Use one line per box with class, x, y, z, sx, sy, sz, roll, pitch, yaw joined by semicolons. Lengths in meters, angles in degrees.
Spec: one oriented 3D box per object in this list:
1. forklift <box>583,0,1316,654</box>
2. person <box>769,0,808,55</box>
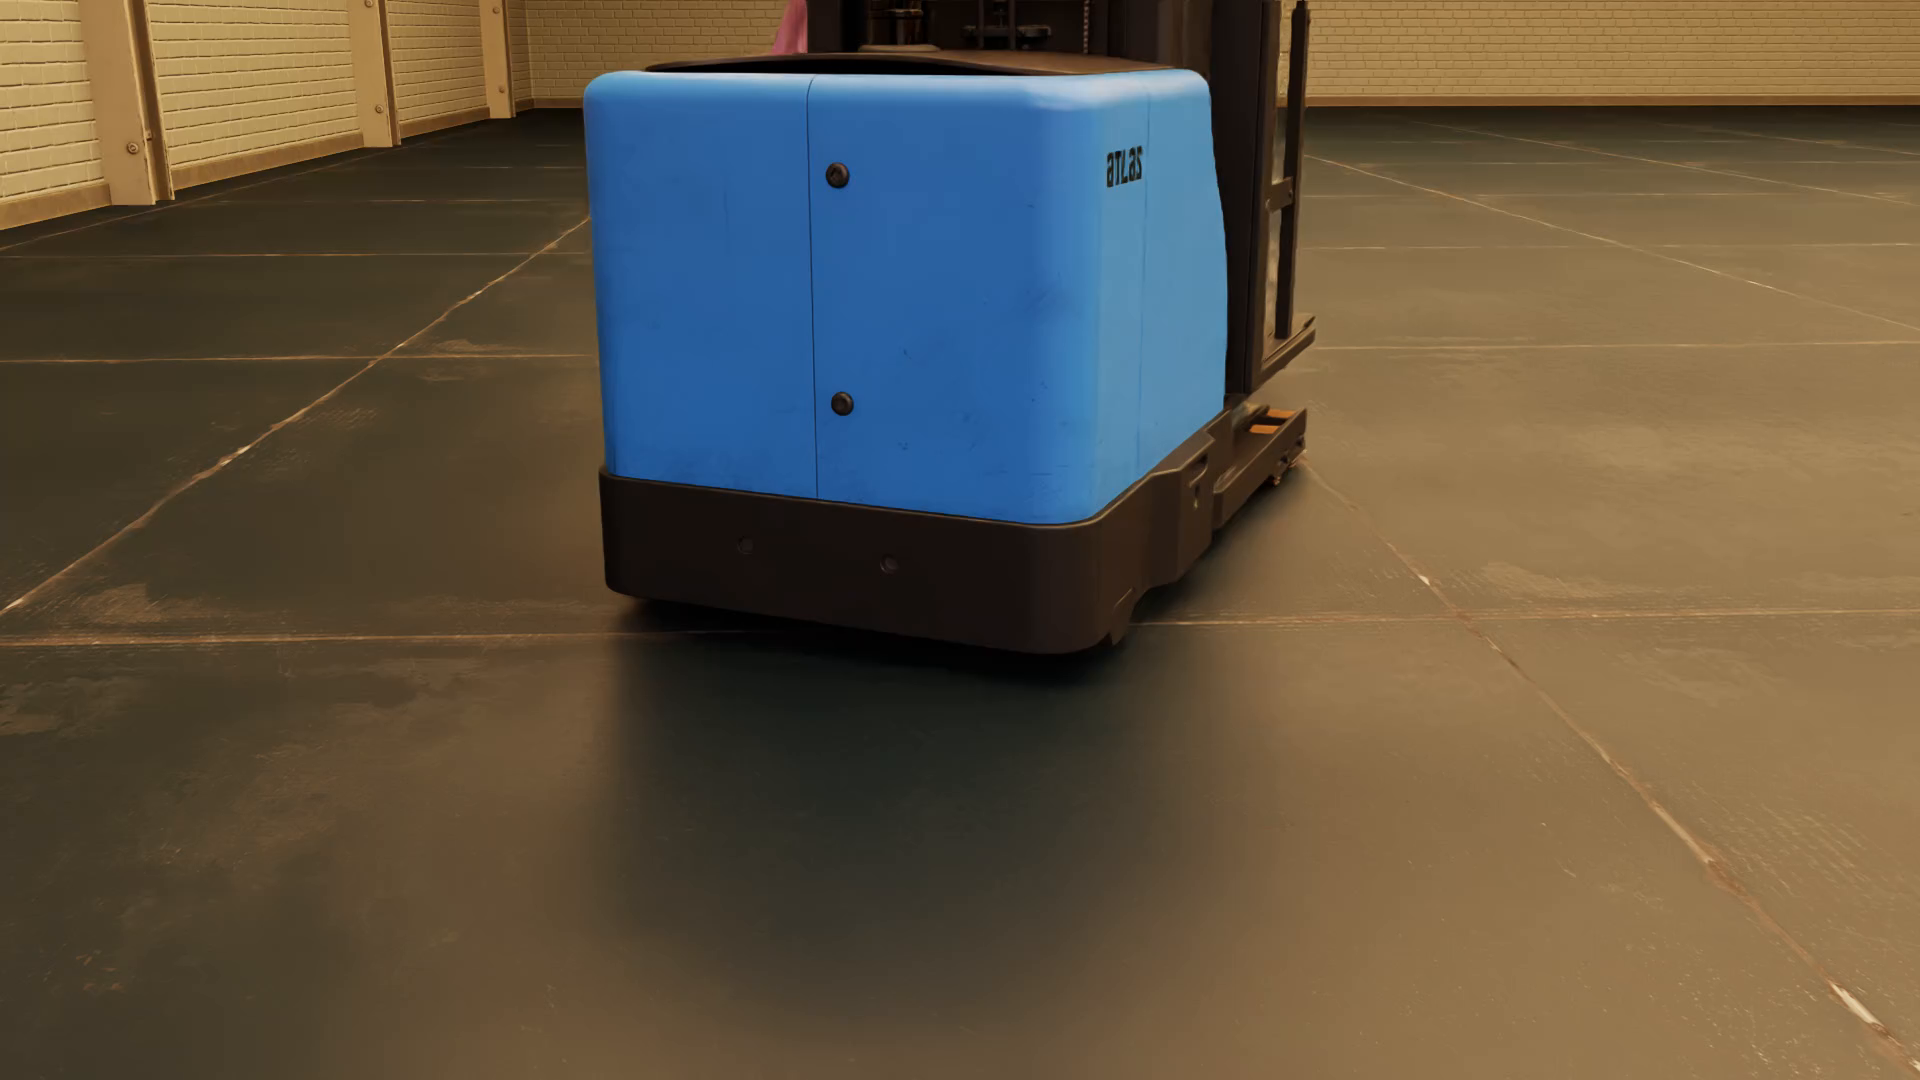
forklift;0.310;-1.584;4.086;1.130;2.935;3.031;7;18;21
person;-0.191;-1.156;4.860;0.848;1.353;0.821;14;22;39
